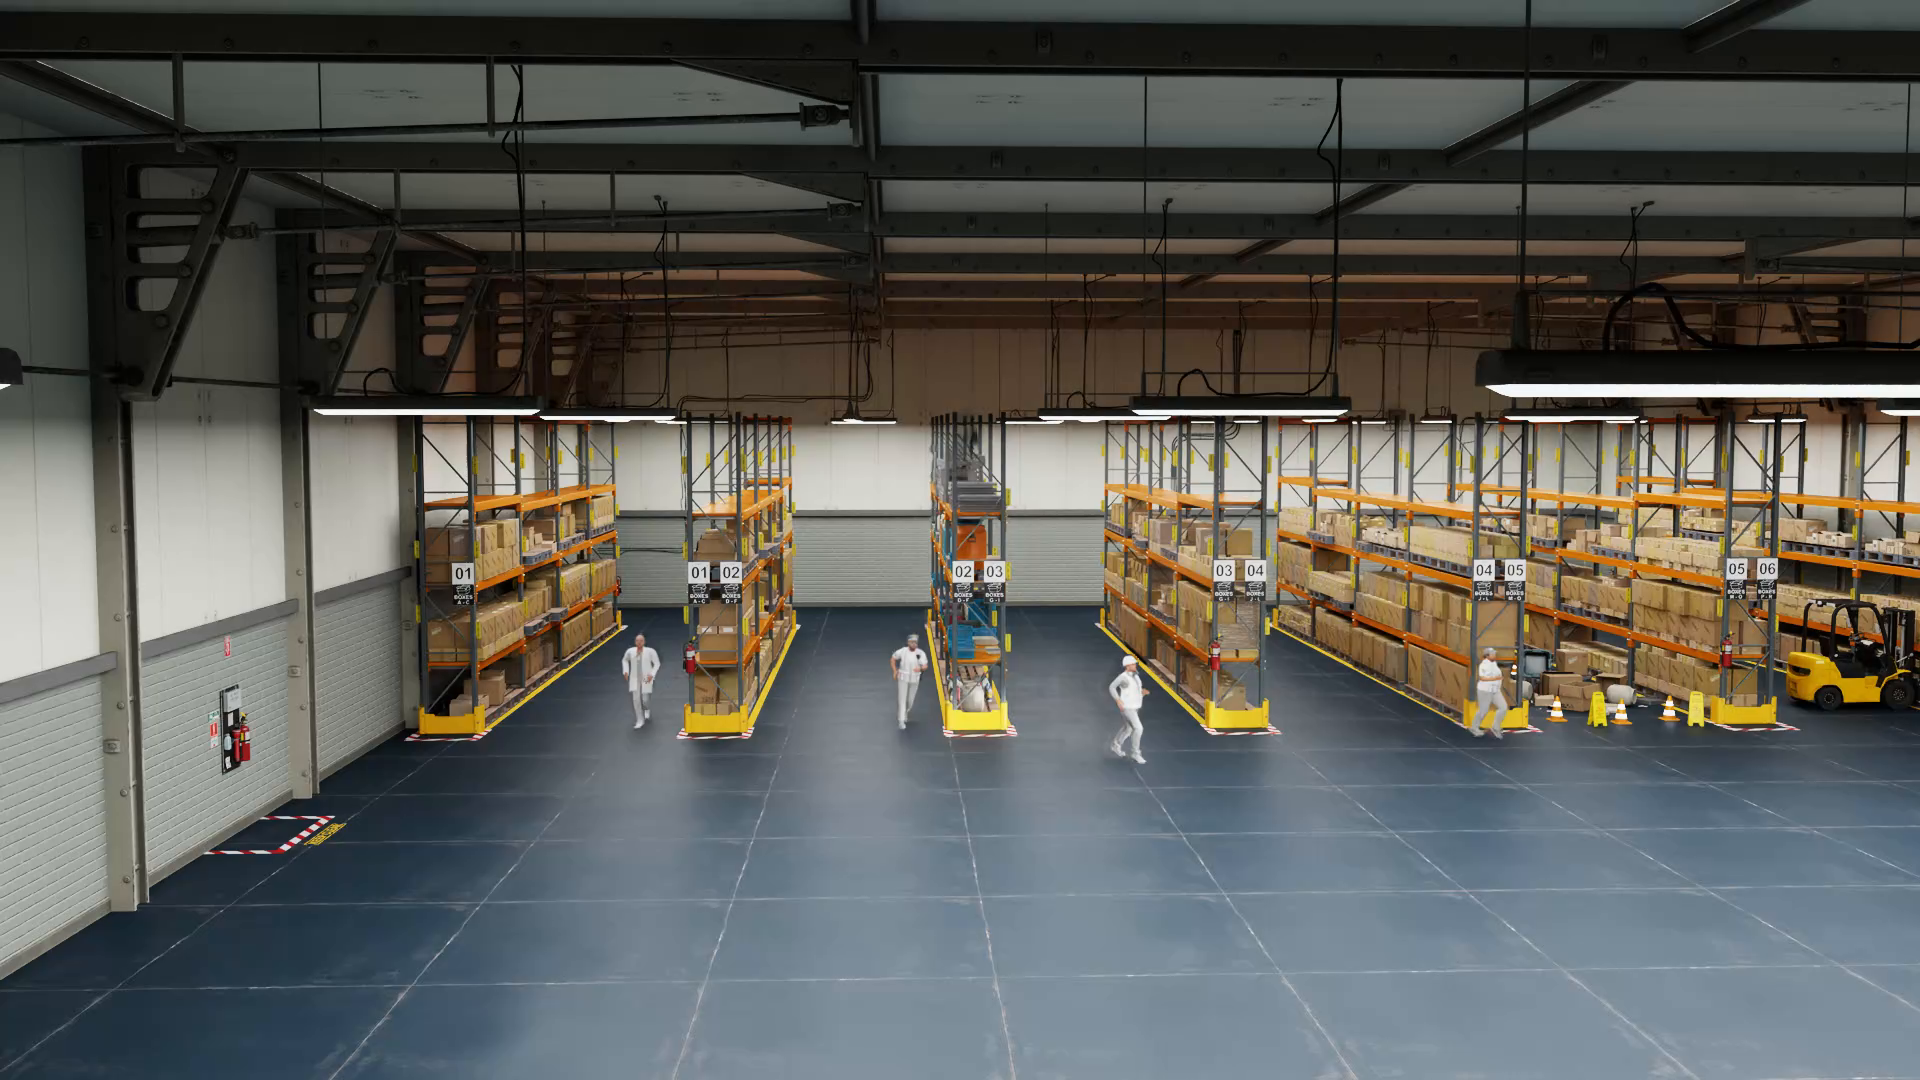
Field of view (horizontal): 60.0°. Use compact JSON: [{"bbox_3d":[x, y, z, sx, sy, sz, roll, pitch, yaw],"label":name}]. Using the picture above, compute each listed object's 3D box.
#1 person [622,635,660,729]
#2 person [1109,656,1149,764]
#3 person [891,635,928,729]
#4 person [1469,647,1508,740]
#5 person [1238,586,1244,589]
[{"bbox_3d":[-6.129,2.692,31.897,0.735,1.760,0.763,0,4,-2],"label":"person"},{"bbox_3d":[2.897,2.893,28.520,0.769,1.823,0.636,2,5,32],"label":"person"},{"bbox_3d":[-0.952,2.666,31.739,0.693,1.748,0.964,-1,4,-9],"label":"person"},{"bbox_3d":[9.712,2.818,30.537,0.581,1.710,0.678,-3,5,-39],"label":"person"},{"bbox_3d":[7.894,1.661,48.031,0.665,1.636,0.830,2,5,32],"label":"person"}]
